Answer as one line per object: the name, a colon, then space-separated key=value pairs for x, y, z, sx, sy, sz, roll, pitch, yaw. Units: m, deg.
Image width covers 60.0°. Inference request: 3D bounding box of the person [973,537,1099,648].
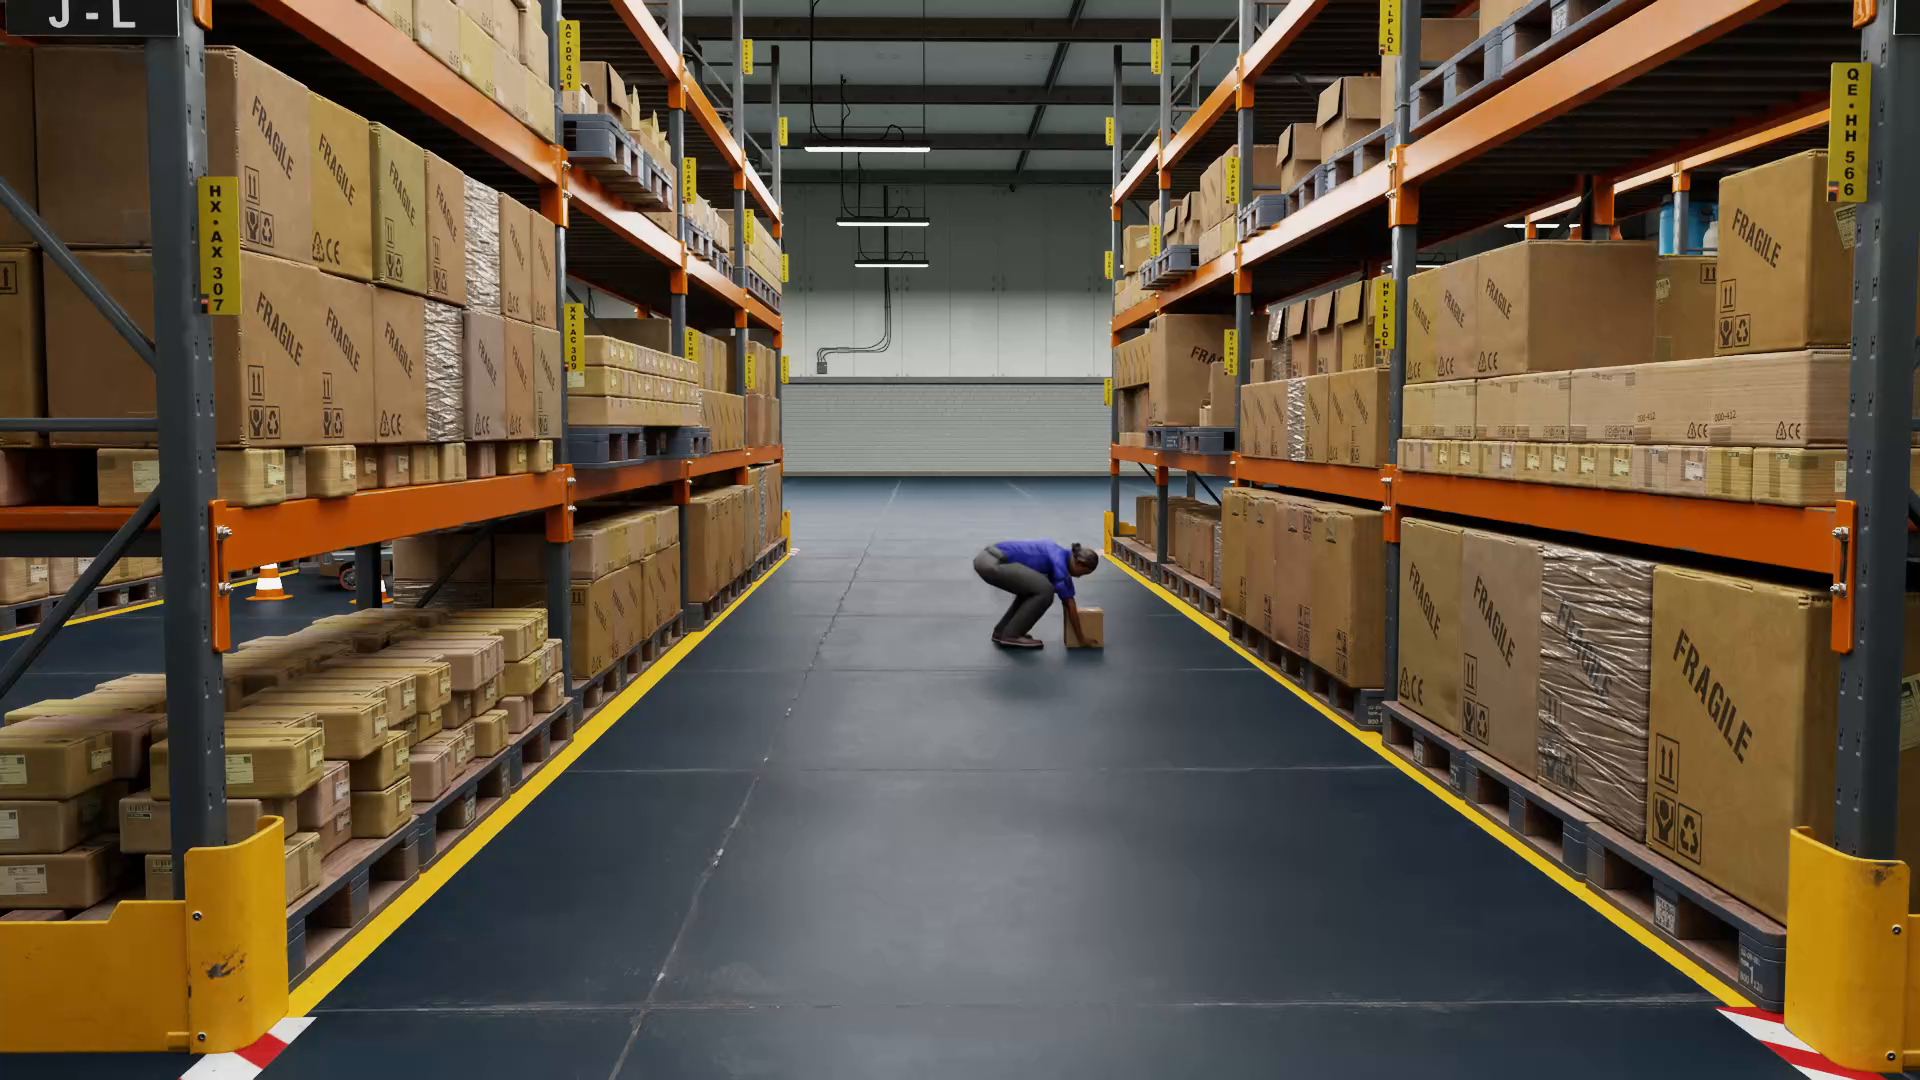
person: x=0.526 y=0.369 z=11.505 sx=0.871 sy=0.770 sz=0.459 roll=0 pitch=4 yaw=-3
